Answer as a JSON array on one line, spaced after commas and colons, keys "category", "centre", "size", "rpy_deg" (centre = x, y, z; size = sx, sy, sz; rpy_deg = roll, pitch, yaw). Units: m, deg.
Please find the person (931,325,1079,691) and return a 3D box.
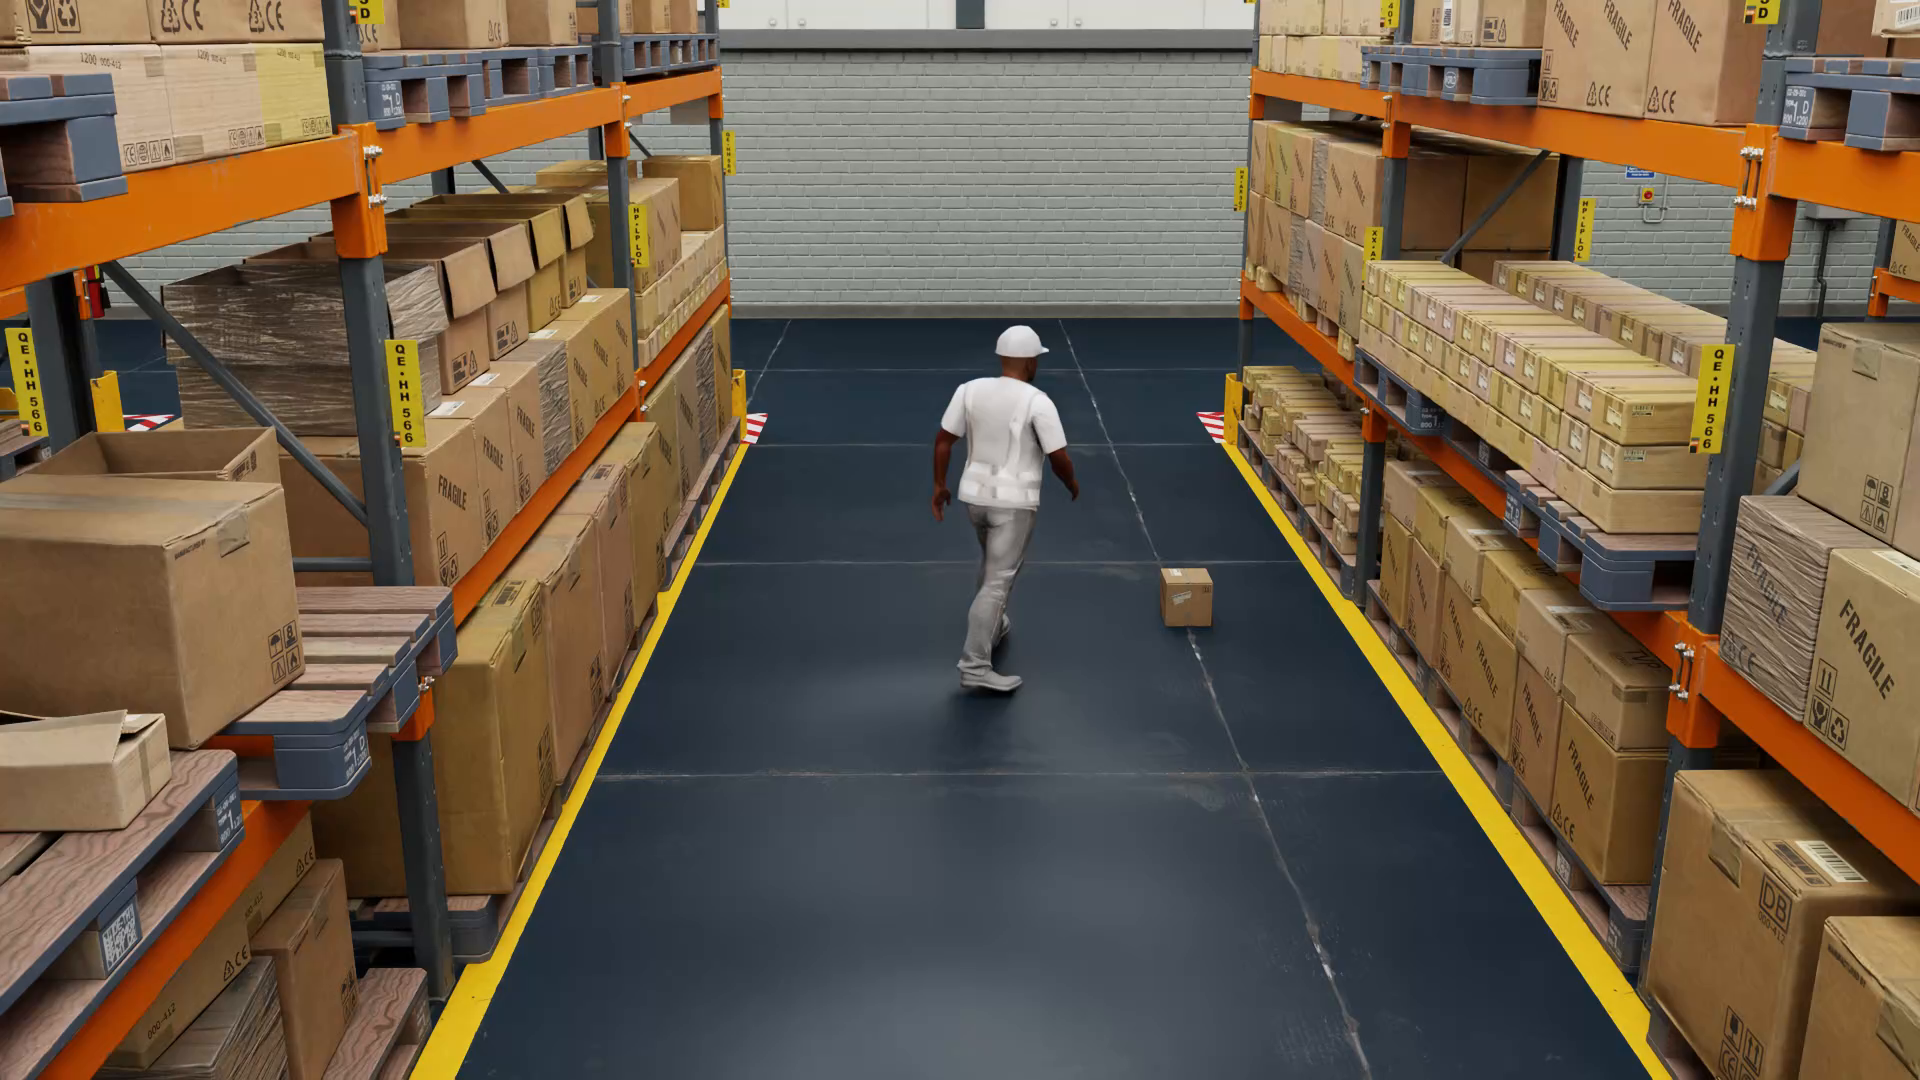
[{"category": "person", "centre": [0.184, -0.186, 8.180], "size": [0.702, 1.715, 0.827], "rpy_deg": [16, 23, 41]}]
